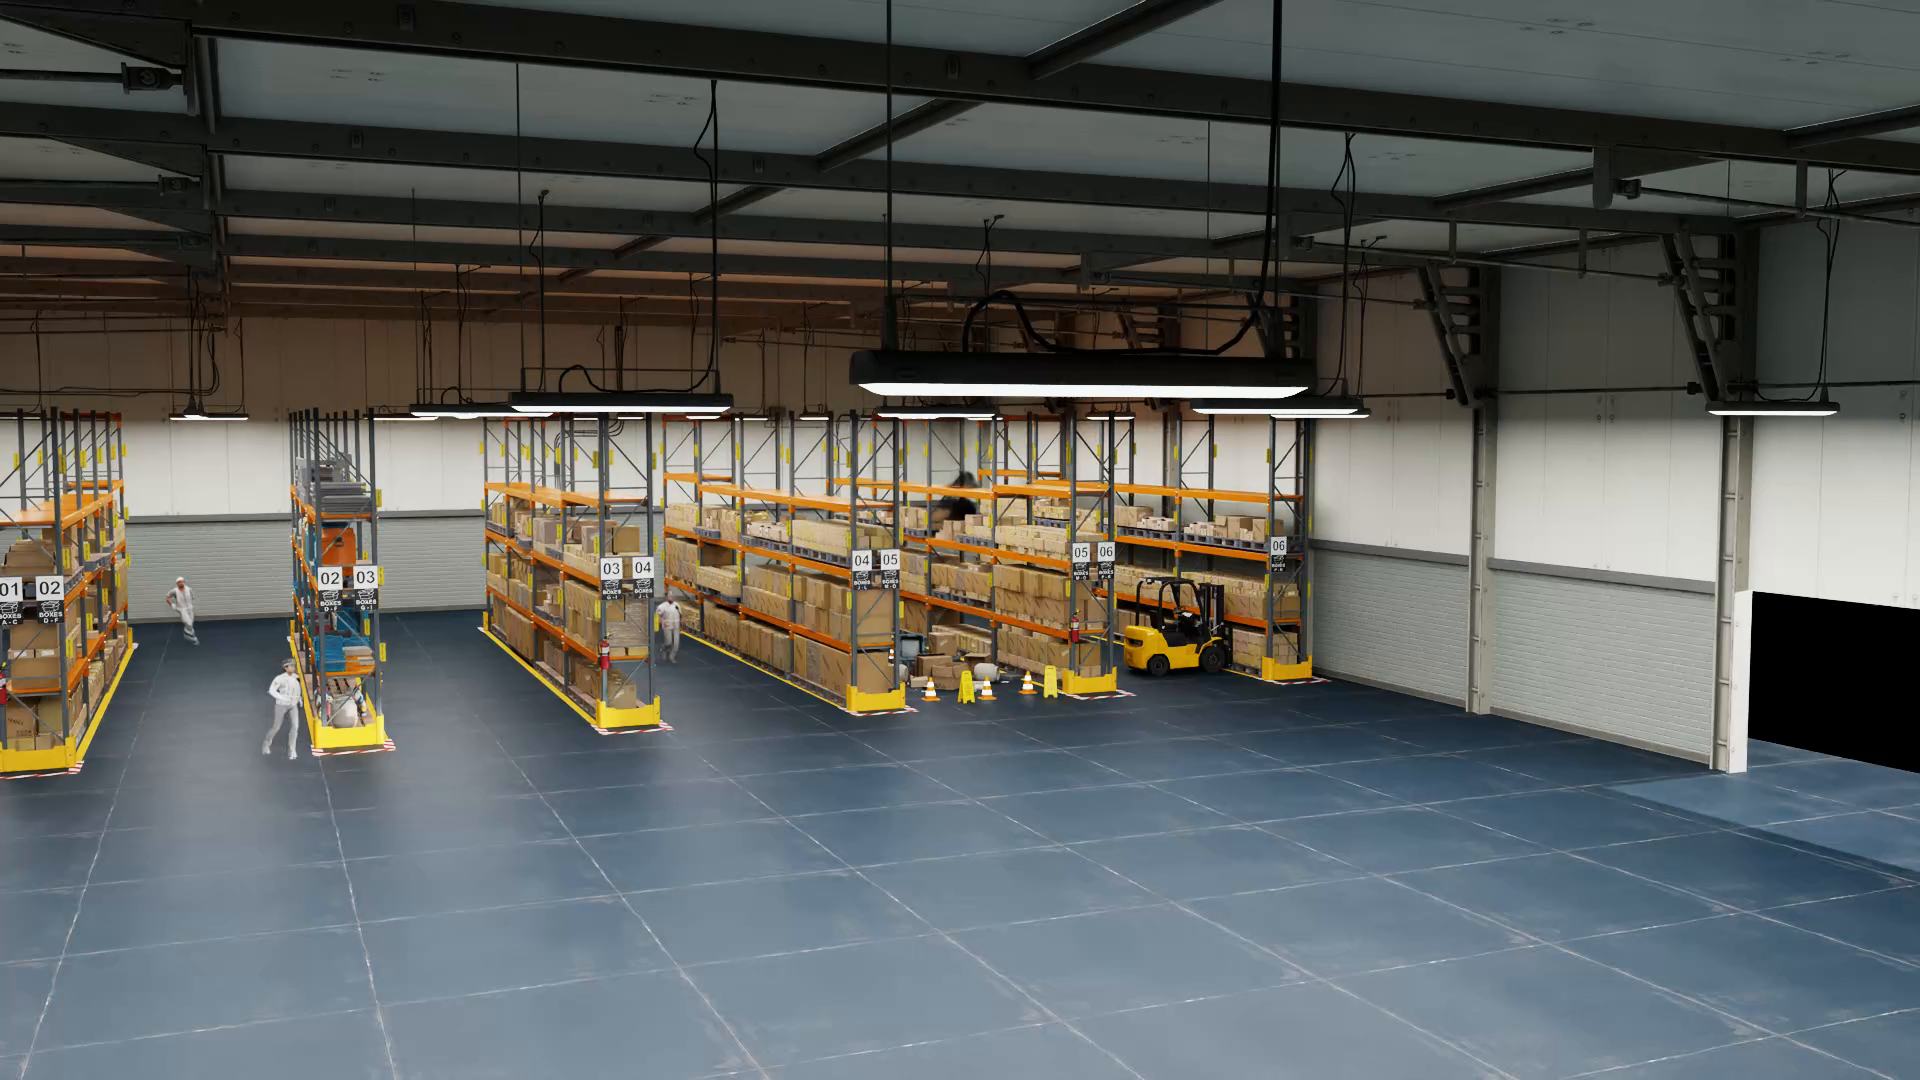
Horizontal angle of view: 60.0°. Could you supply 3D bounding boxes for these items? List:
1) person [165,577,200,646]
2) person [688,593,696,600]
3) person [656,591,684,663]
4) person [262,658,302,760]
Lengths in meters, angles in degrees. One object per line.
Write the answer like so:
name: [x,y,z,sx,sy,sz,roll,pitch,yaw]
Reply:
person: [-20.045,1.840,42.902,0.763,1.801,0.661,3,5,33]
person: [-7.873,1.429,49.556,0.616,1.662,0.606,-1,4,-12]
person: [-6.900,2.072,39.740,0.658,1.728,0.618,-3,5,-33]
person: [-11.572,2.884,28.625,0.824,1.705,0.680,3,5,39]
